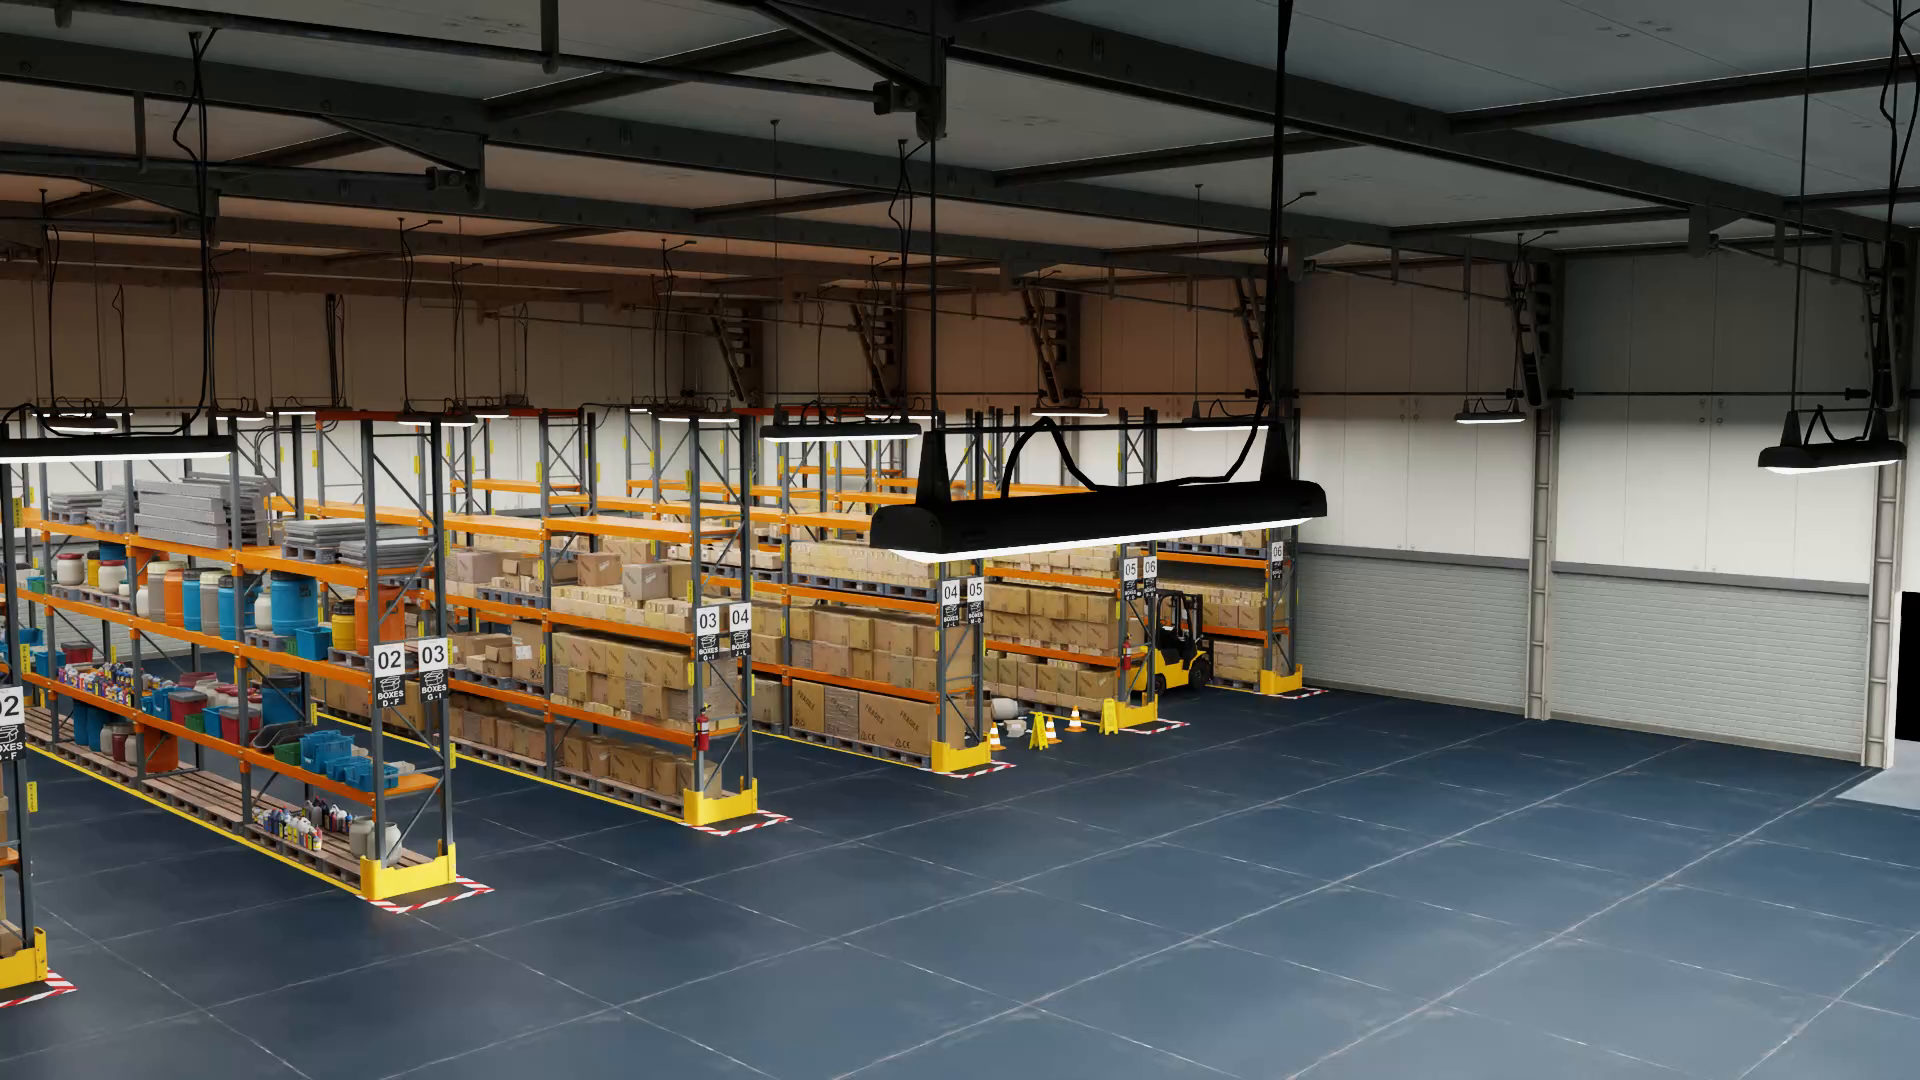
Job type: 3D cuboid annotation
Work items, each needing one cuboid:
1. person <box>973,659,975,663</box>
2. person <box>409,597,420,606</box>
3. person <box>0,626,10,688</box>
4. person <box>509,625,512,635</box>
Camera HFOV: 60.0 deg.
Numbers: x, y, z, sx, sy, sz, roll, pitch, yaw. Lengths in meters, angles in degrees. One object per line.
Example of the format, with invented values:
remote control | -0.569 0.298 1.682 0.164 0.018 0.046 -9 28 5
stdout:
person | 0.050 2.182 37.002 0.832 1.747 0.650 4 7 39
person | -12.622 2.084 38.418 0.676 1.728 0.906 -3 6 -32
person | -20.019 2.433 34.723 0.695 1.530 0.596 -2 6 -24
person | -10.896 1.891 41.002 0.887 1.614 0.490 -3 6 -32
